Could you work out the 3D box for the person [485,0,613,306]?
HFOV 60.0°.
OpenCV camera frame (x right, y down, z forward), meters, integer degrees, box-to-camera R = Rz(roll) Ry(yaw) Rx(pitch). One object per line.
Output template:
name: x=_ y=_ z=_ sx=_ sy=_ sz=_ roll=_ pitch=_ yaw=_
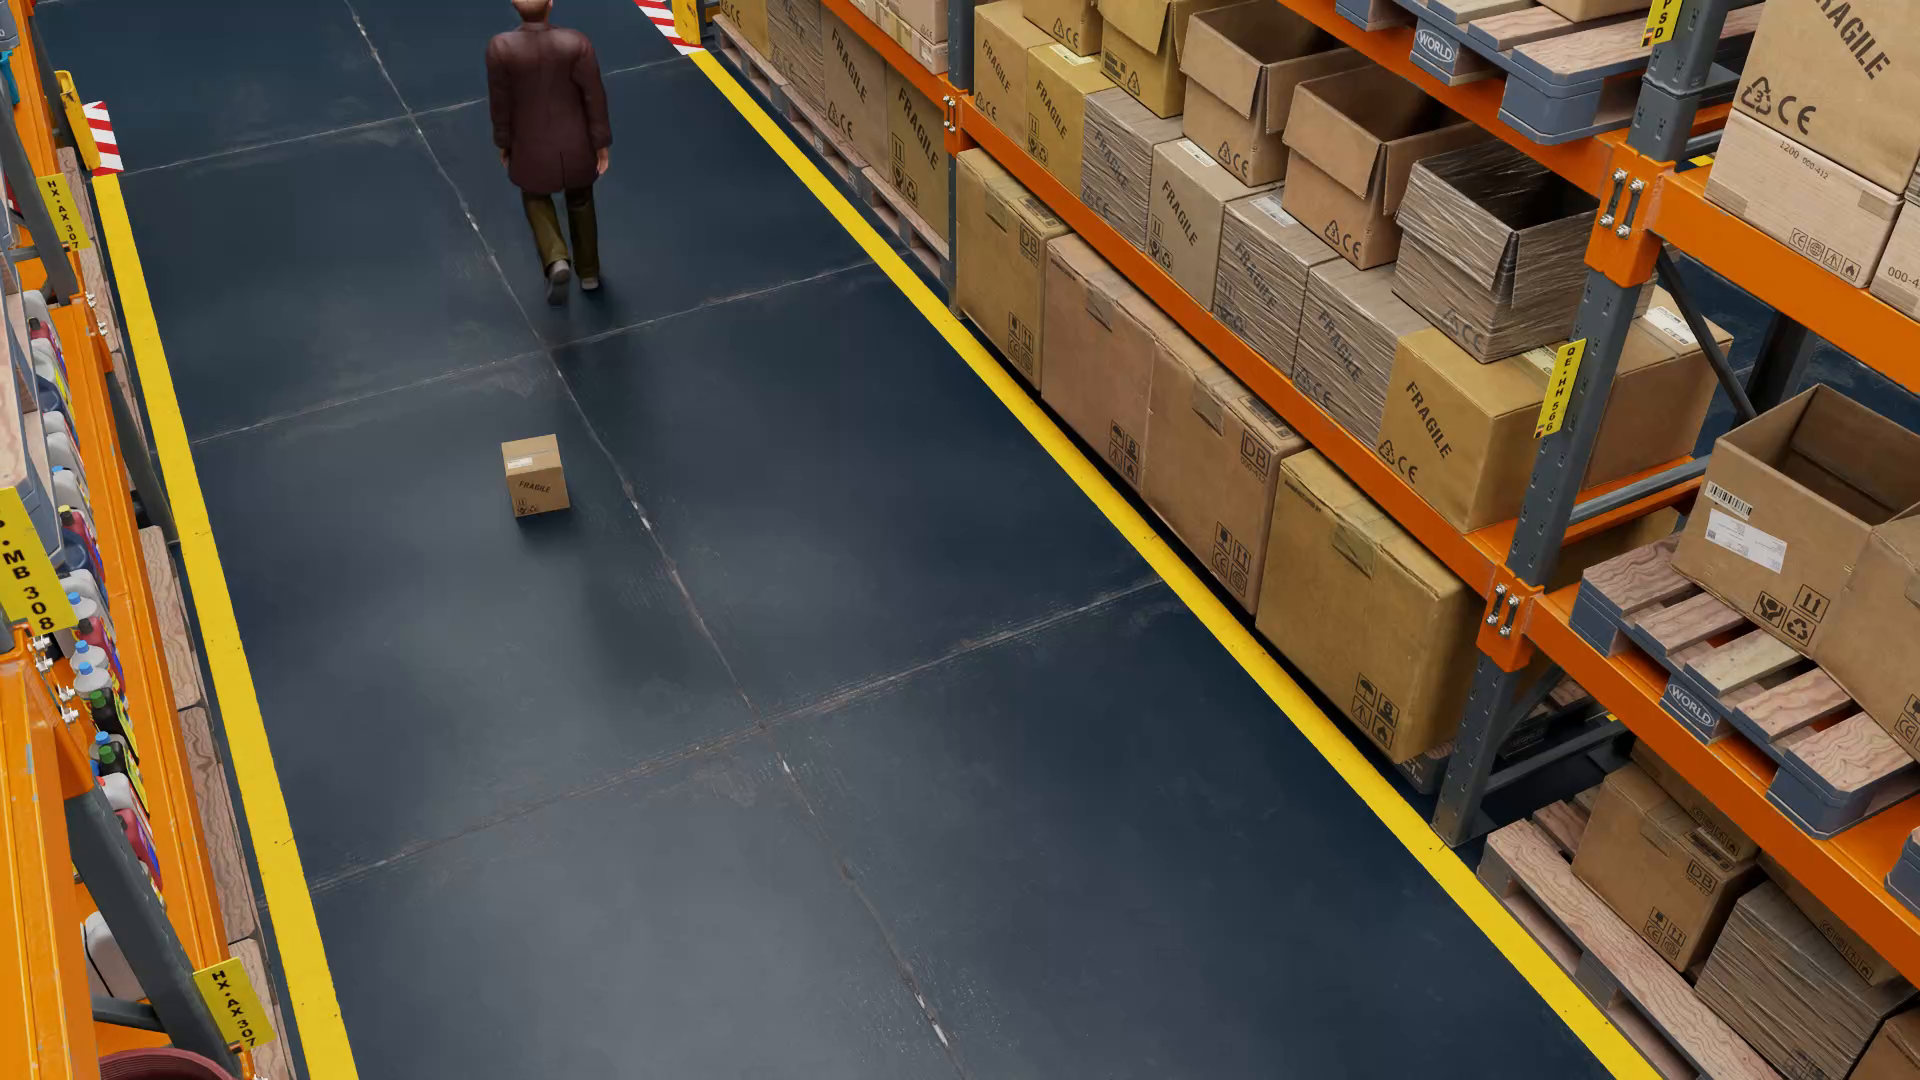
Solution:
person: x=-2.071 y=-2.020 z=8.480 sx=0.588 sy=1.761 sz=0.724 roll=-11 pitch=42 yaw=-13
